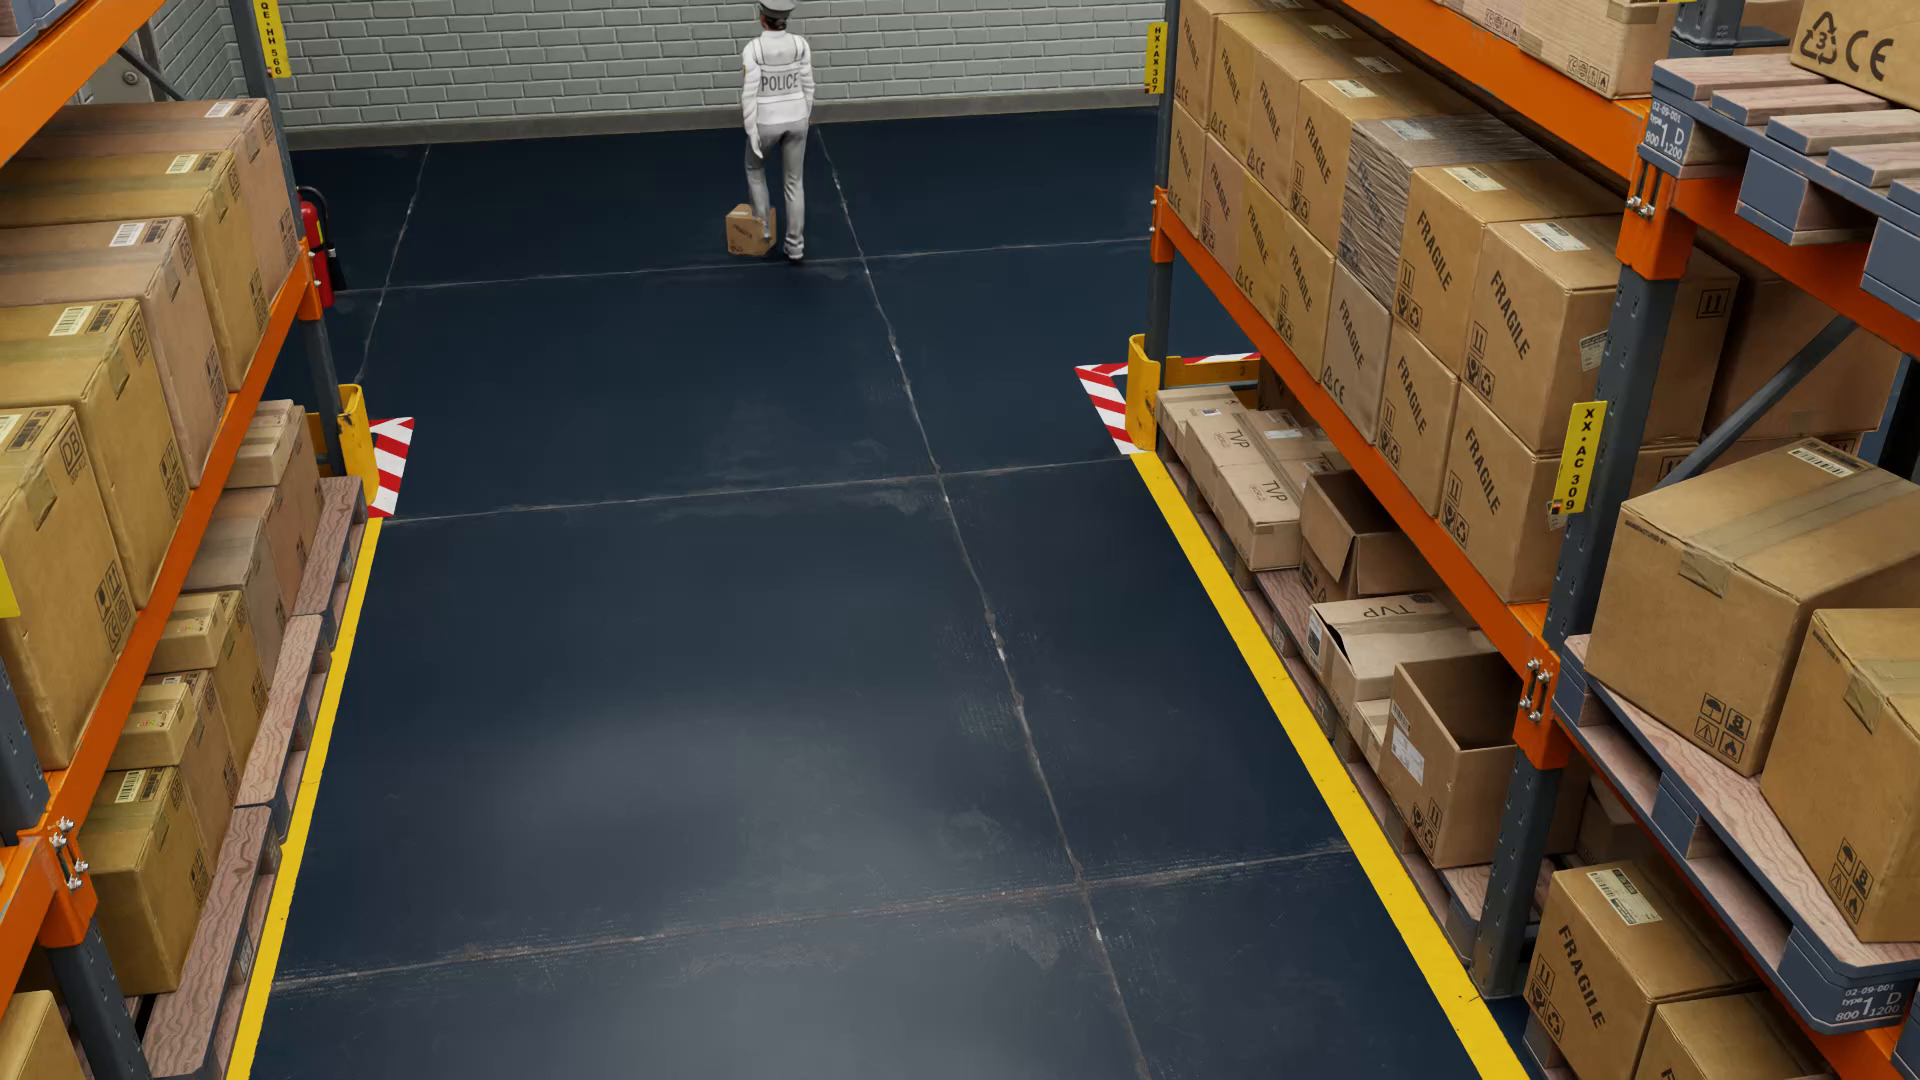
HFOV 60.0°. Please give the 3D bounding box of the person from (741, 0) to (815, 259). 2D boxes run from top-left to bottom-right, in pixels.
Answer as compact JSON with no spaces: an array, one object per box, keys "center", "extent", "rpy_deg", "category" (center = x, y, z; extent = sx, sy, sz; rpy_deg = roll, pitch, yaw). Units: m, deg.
[{"center":[-1.145,-2.586,10.451],"extent":[0.499,1.746,0.519],"rpy_deg":[-11,33,-18],"category":"person"}]
